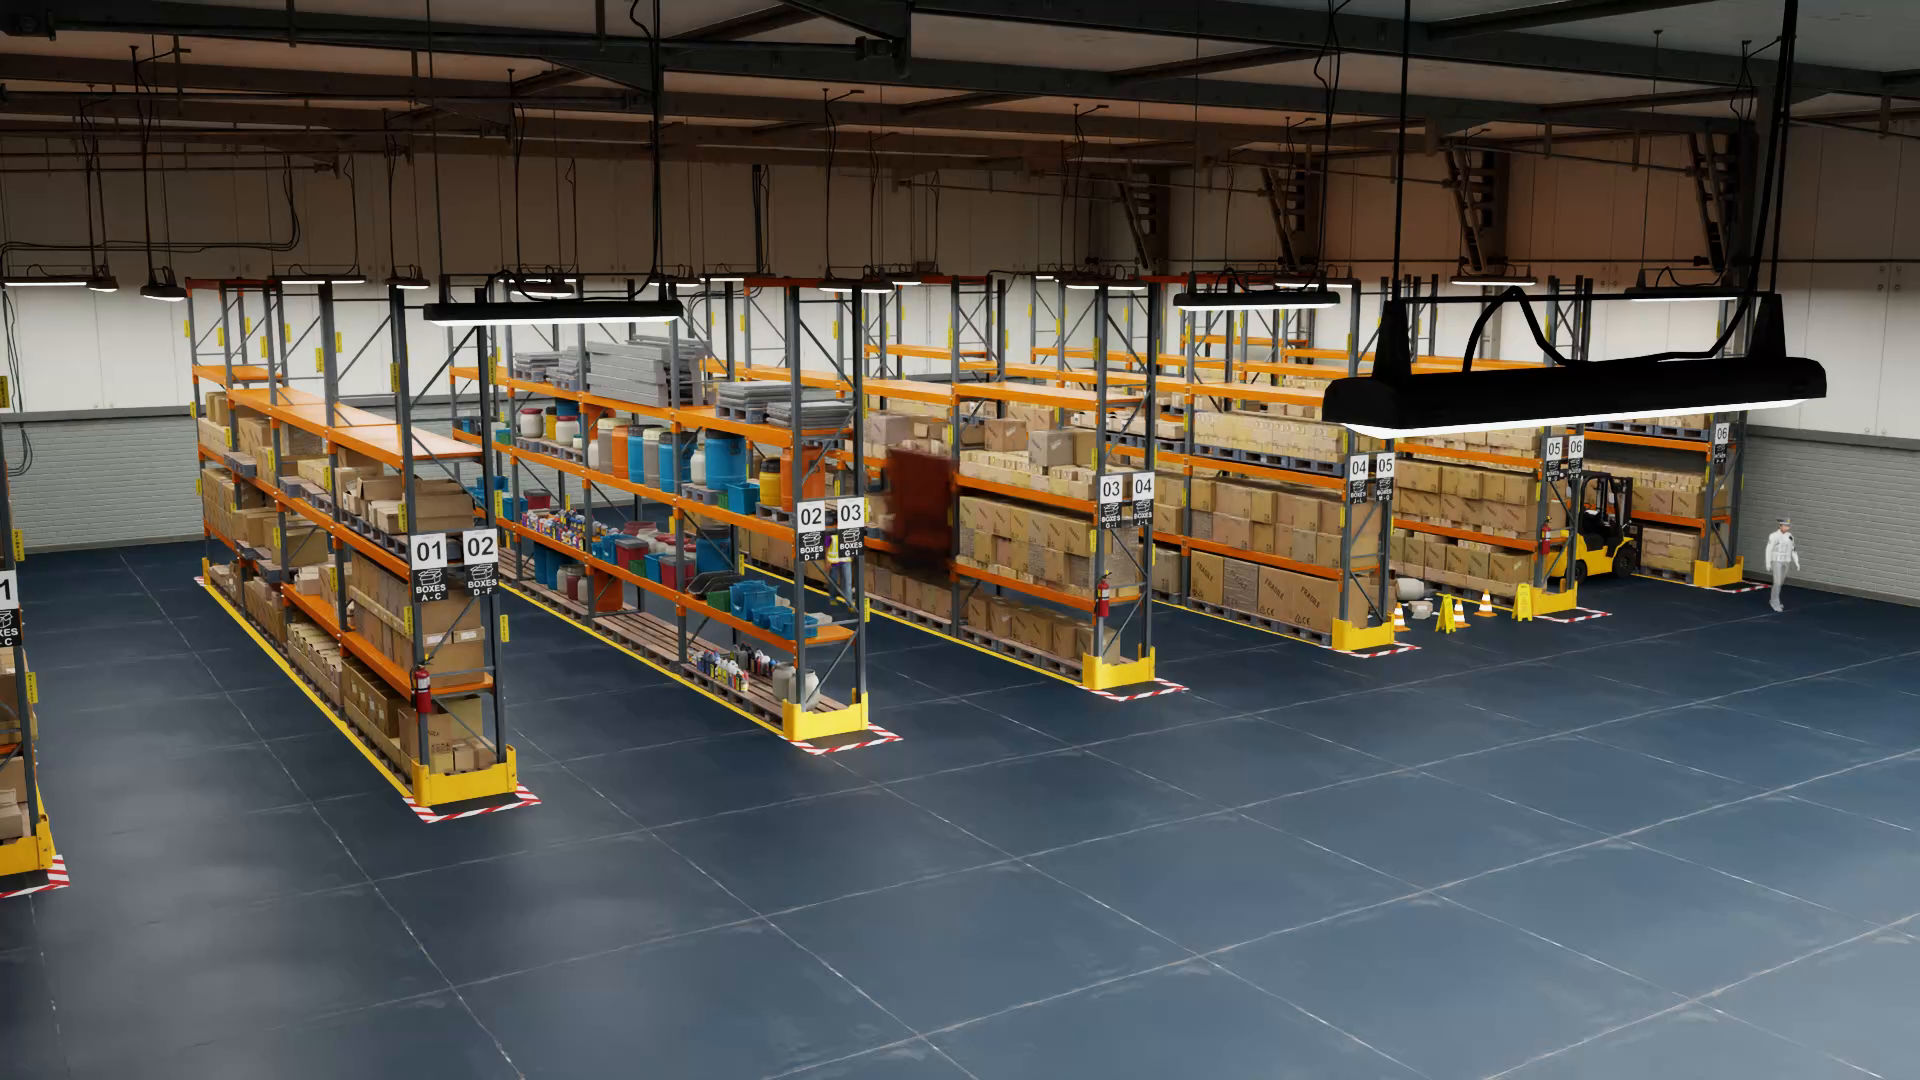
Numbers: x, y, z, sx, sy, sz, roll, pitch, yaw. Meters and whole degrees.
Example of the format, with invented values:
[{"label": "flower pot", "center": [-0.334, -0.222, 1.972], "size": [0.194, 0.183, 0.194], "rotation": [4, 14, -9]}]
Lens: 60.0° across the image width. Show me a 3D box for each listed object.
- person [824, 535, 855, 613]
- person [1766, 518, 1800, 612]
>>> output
[{"label": "person", "center": [-2.096, 0.377, 28.733], "size": [0.571, 1.718, 1.031], "rotation": [-2, 10, -14]}, {"label": "person", "center": [15.032, 0.451, 30.432], "size": [0.537, 1.734, 0.515], "rotation": [-2, 10, -12]}]
